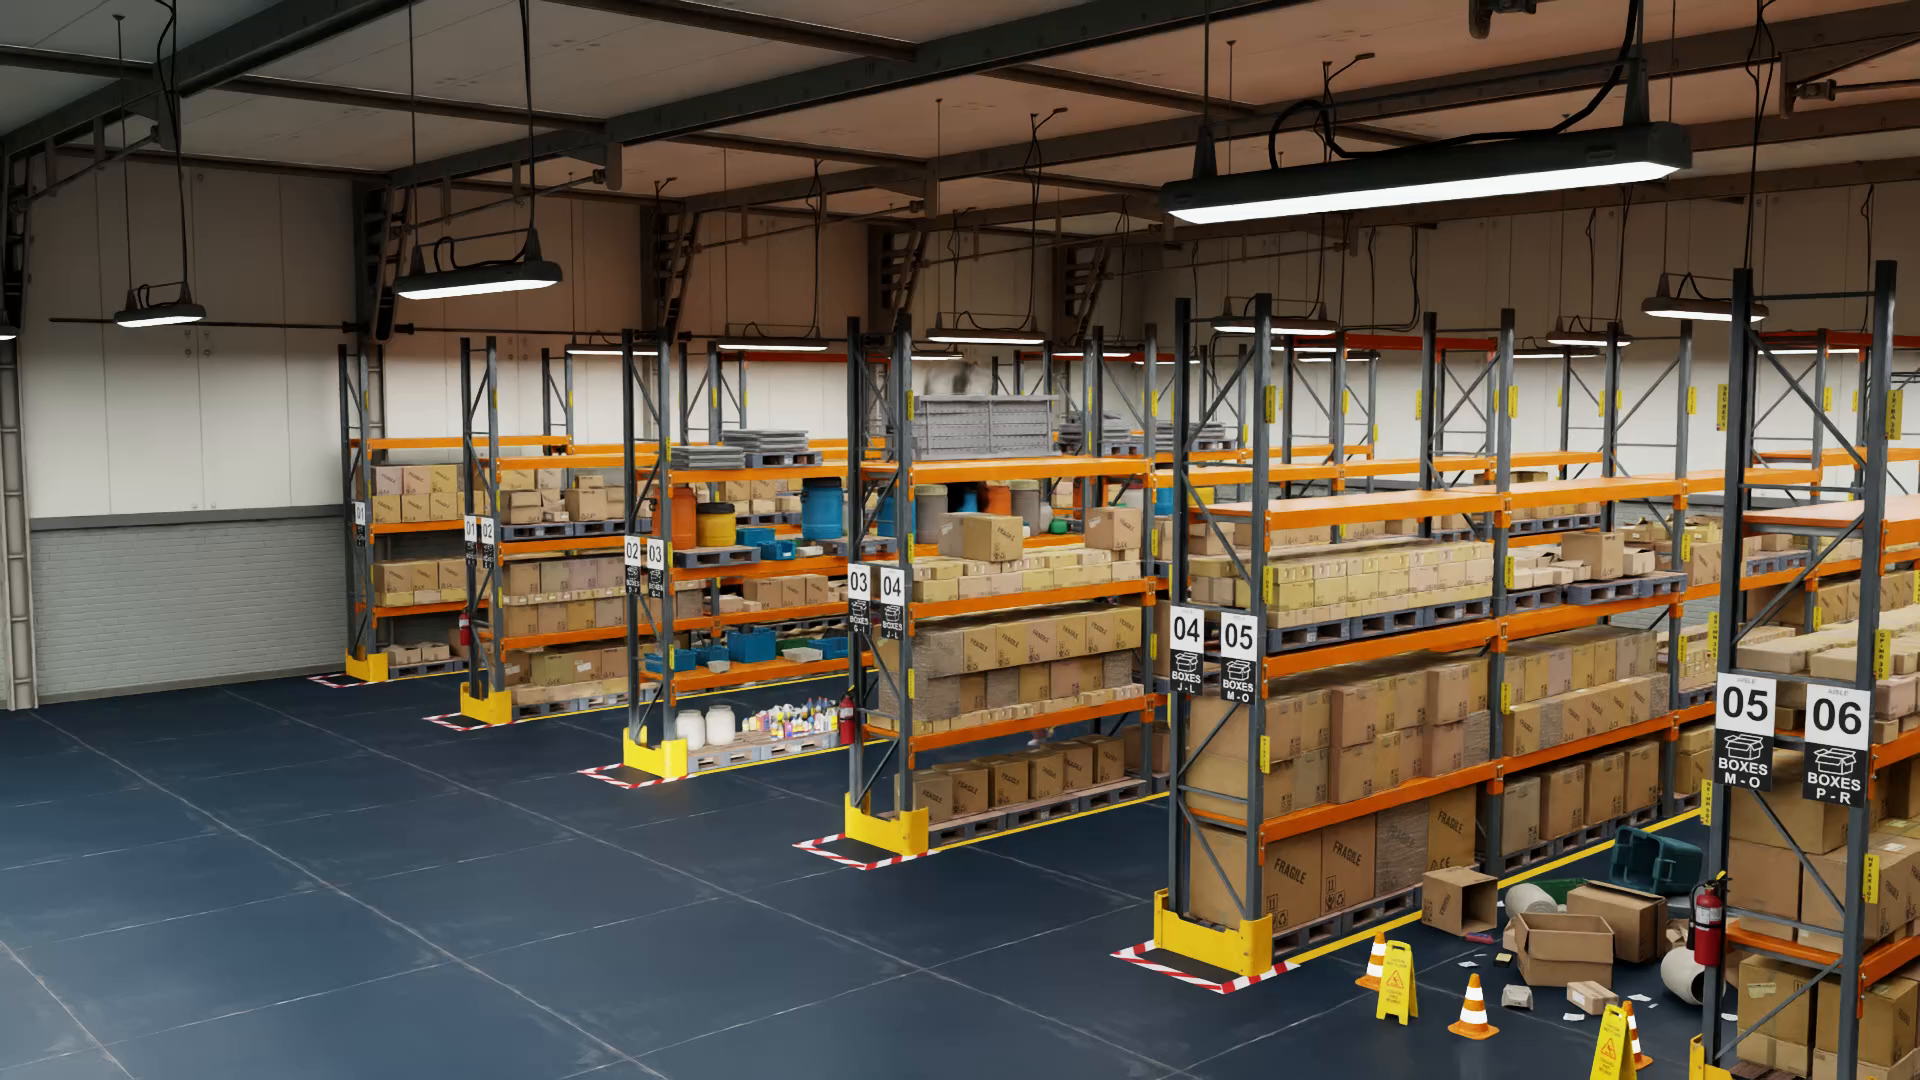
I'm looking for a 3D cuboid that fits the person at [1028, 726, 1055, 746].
[{"bbox_3d":[1.084,2.013,22.951,0.527,1.641,0.582,-4,6,-37],"label":"person"}]
